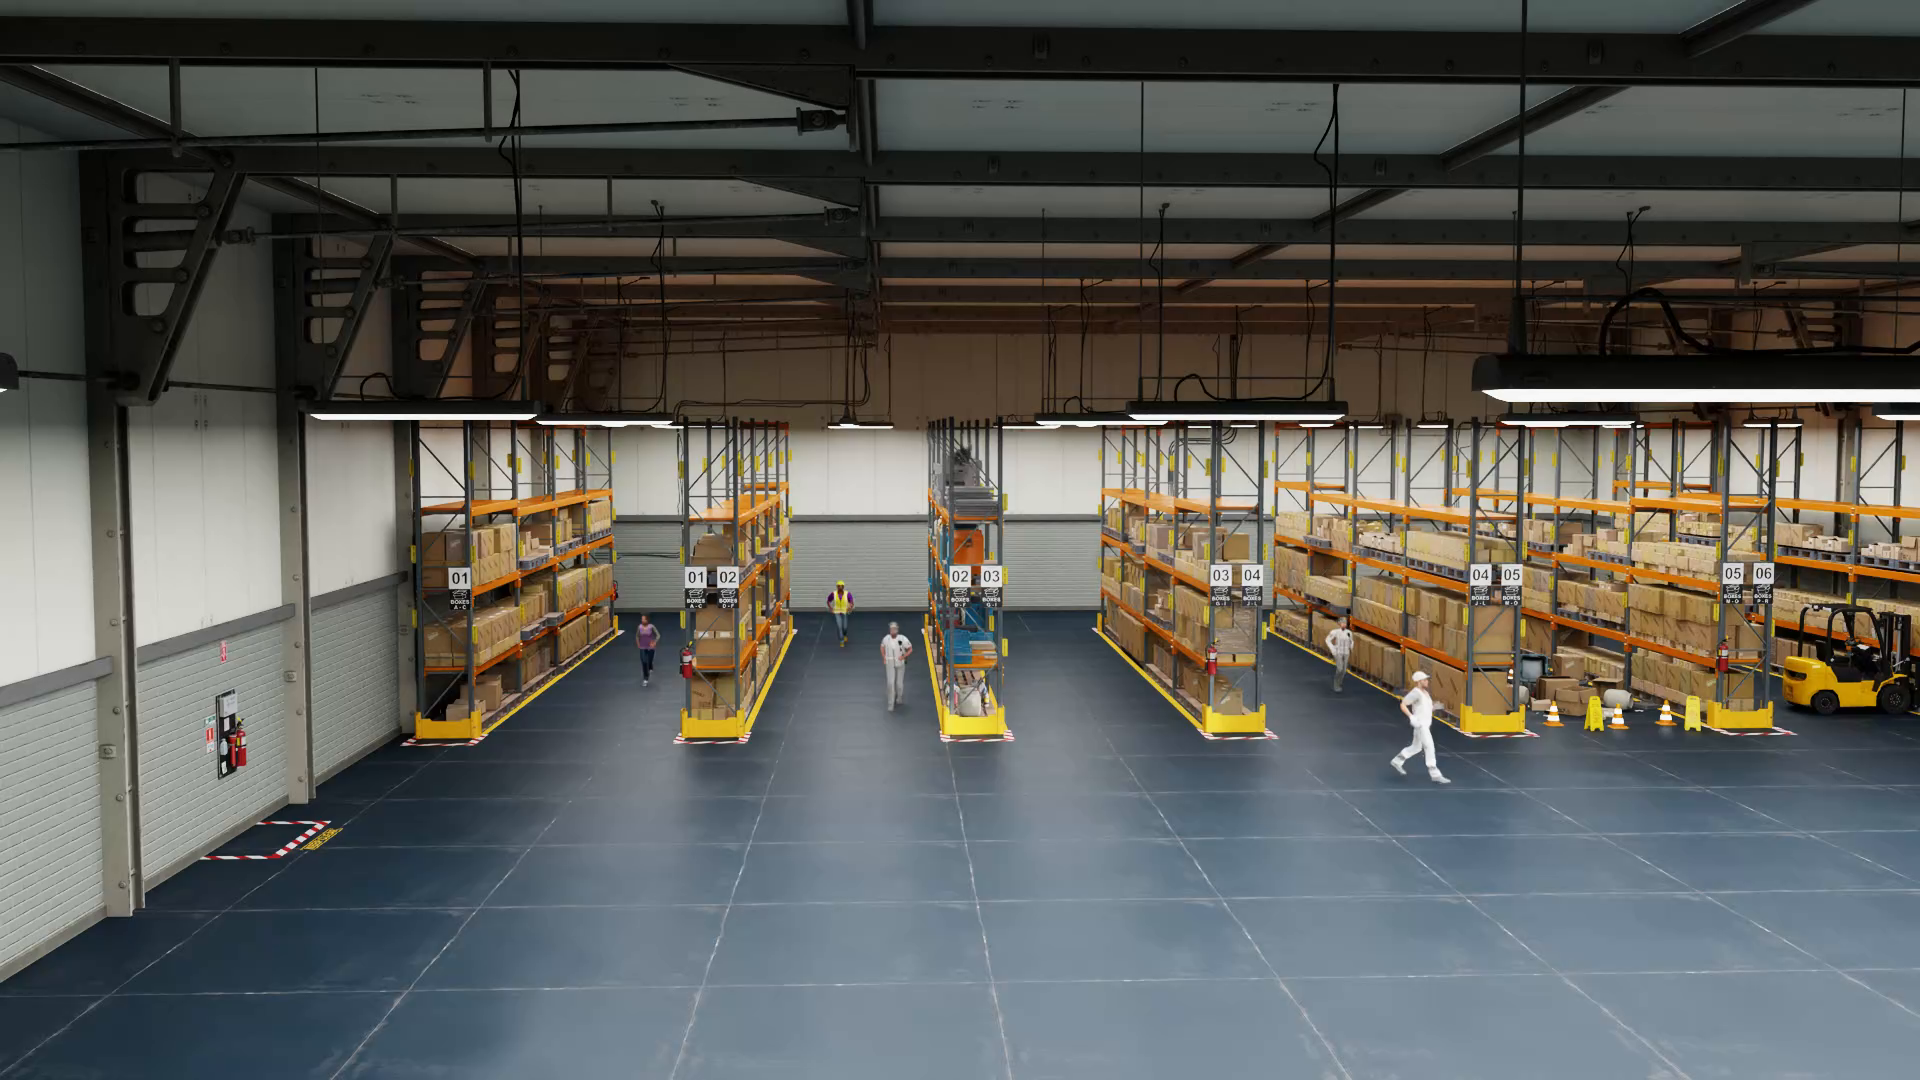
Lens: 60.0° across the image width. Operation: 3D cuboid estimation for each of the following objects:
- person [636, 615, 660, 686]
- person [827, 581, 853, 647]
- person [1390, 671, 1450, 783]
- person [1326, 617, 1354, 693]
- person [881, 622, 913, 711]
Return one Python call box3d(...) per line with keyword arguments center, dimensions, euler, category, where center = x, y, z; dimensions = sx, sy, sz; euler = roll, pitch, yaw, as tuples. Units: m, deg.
box3d(center=(-7.087, 2.481, 37.777), dimensions=(0.555, 1.602, 0.659), euler=(0, 4, 2), category="person")
box3d(center=(-3.196, 1.957, 44.408), dimensions=(0.712, 1.742, 0.732), euler=(0, 4, -6), category="person")
box3d(center=(7.515, 3.027, 27.122), dimensions=(1.002, 1.773, 0.662), euler=(2, 4, 28), category="person")
box3d(center=(8.352, 2.512, 36.364), dimensions=(0.588, 1.681, 0.641), euler=(-1, 4, -9), category="person")
box3d(center=(-1.316, 2.602, 34.461), dimensions=(0.675, 1.845, 0.755), euler=(0, 4, 5), category="person")
